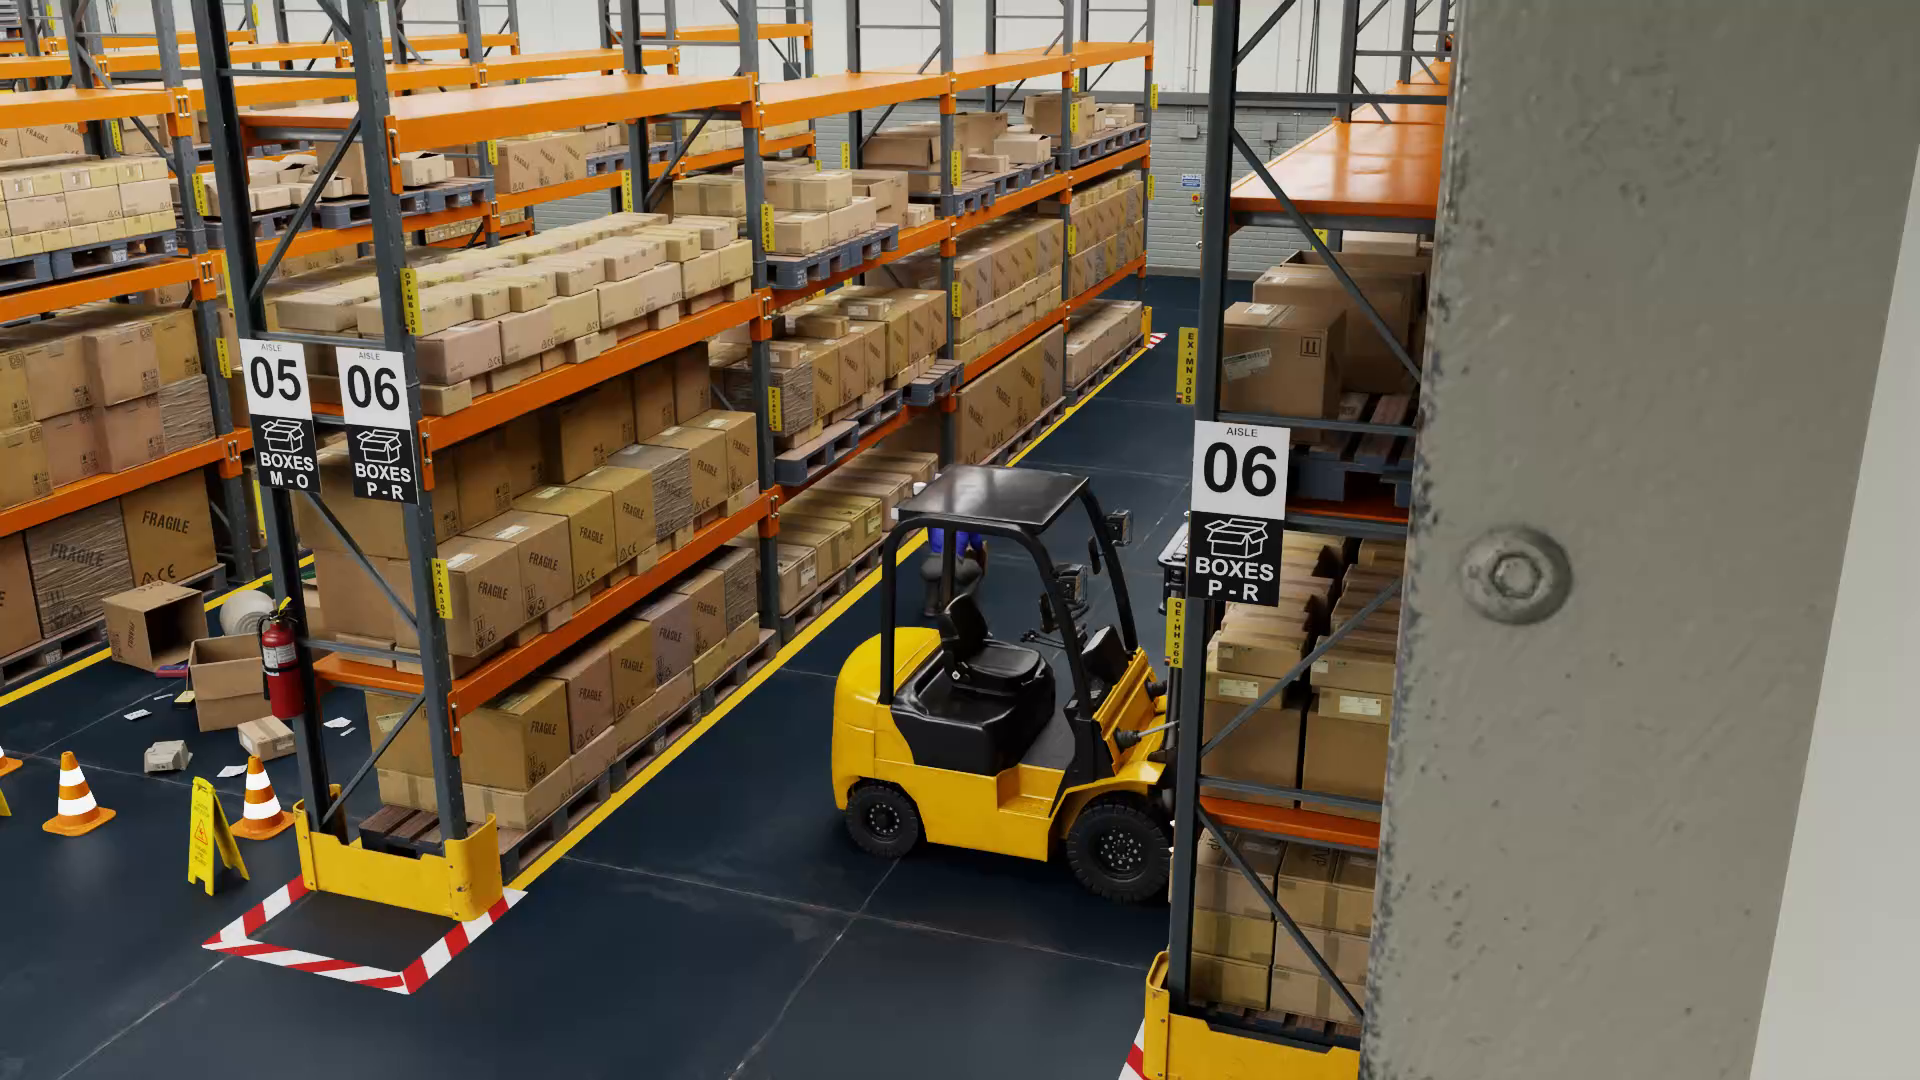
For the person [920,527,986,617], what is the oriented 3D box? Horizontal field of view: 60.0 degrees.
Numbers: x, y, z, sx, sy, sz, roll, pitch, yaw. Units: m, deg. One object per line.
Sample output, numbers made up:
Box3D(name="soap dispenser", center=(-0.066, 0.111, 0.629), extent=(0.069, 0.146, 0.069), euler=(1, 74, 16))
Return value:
Box3D(name="person", center=(-0.066, 0.131, 13.604), extent=(0.482, 0.928, 0.827), euler=(6, 20, 18))
